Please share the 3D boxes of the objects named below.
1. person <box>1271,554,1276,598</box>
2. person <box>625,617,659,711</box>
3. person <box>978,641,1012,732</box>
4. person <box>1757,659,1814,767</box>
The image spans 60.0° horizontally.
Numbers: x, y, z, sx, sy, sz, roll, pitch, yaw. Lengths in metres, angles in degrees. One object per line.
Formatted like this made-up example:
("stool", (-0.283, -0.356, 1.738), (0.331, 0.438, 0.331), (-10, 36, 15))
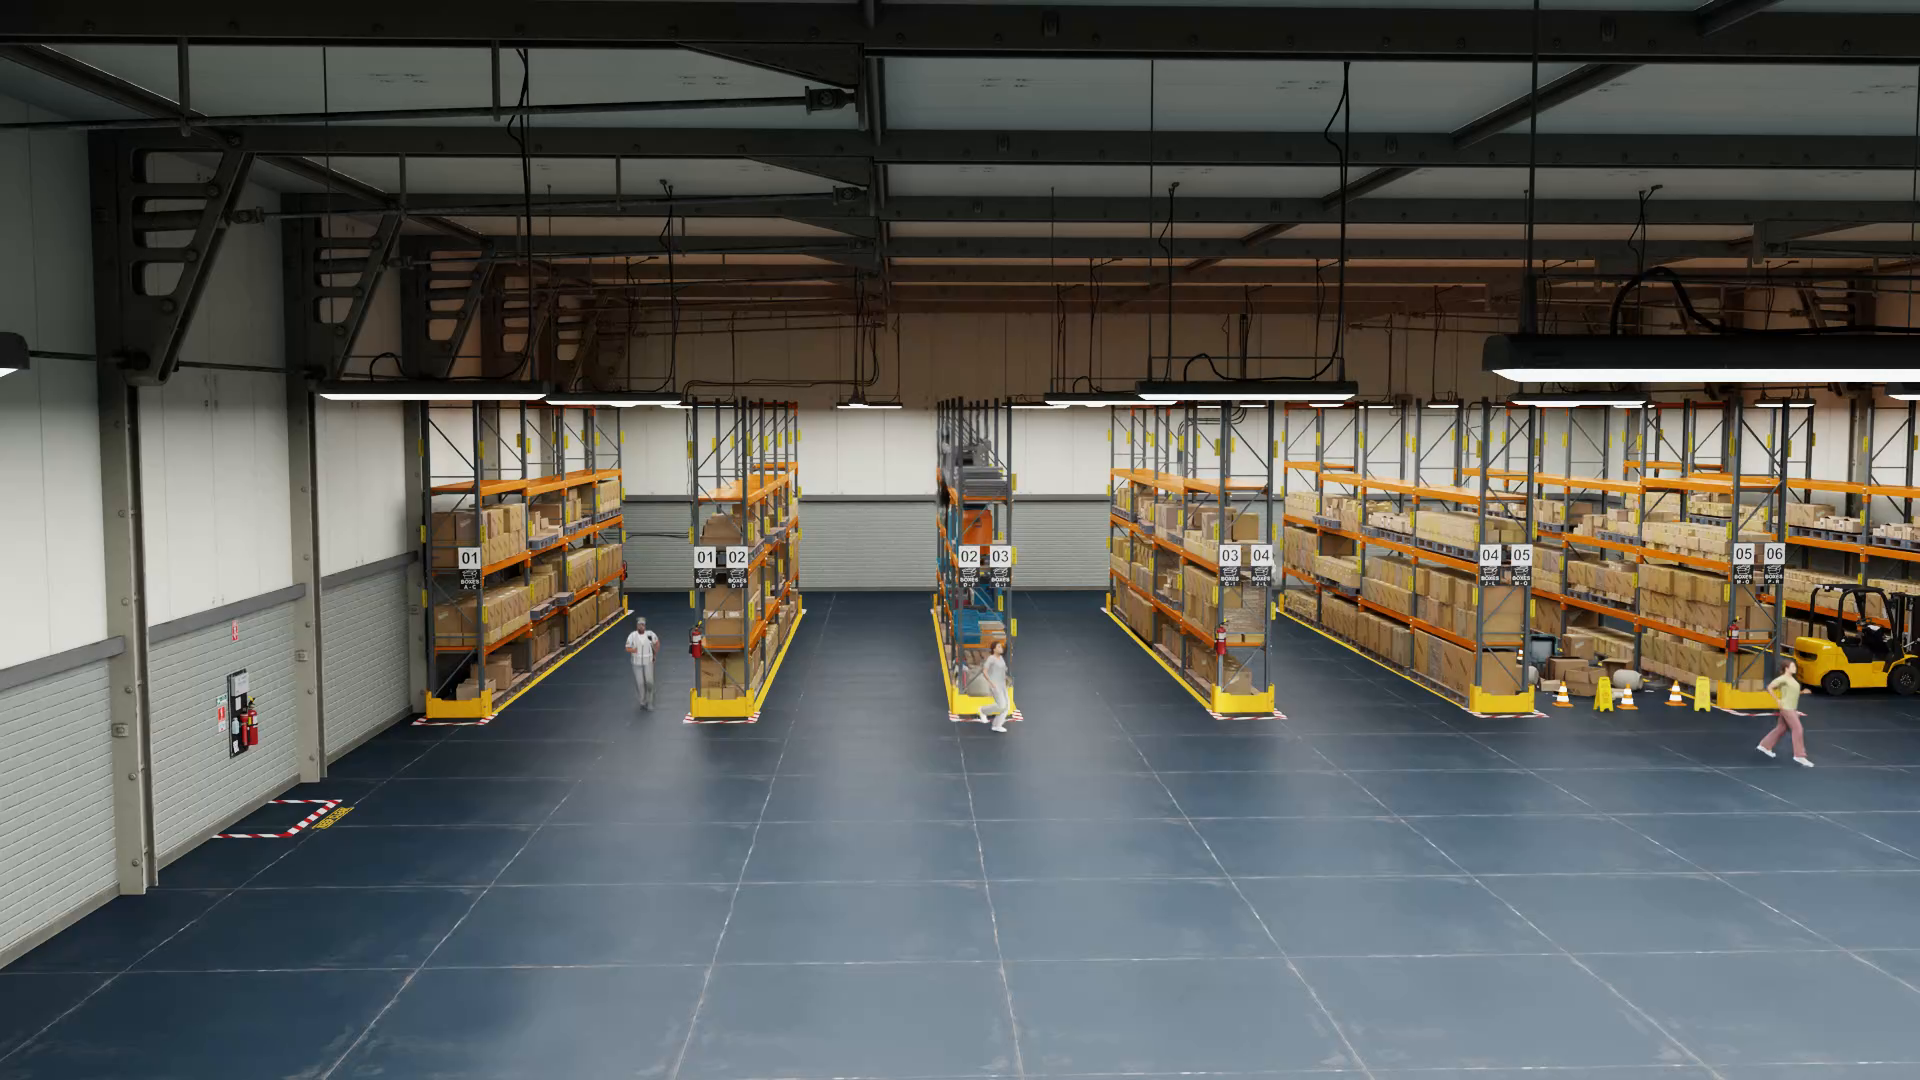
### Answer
("person", (9.020, 1.149, 48.885), (0.555, 1.602, 0.847), (-1, 5, -13))
("person", (-6.107, 2.390, 31.939), (0.619, 1.839, 0.767), (-1, 4, -10))
("person", (0.632, 2.617, 29.843), (0.574, 1.627, 0.576), (3, 5, 35))
("person", (13.452, 2.780, 27.052), (0.881, 1.699, 0.557), (4, 6, 39))
